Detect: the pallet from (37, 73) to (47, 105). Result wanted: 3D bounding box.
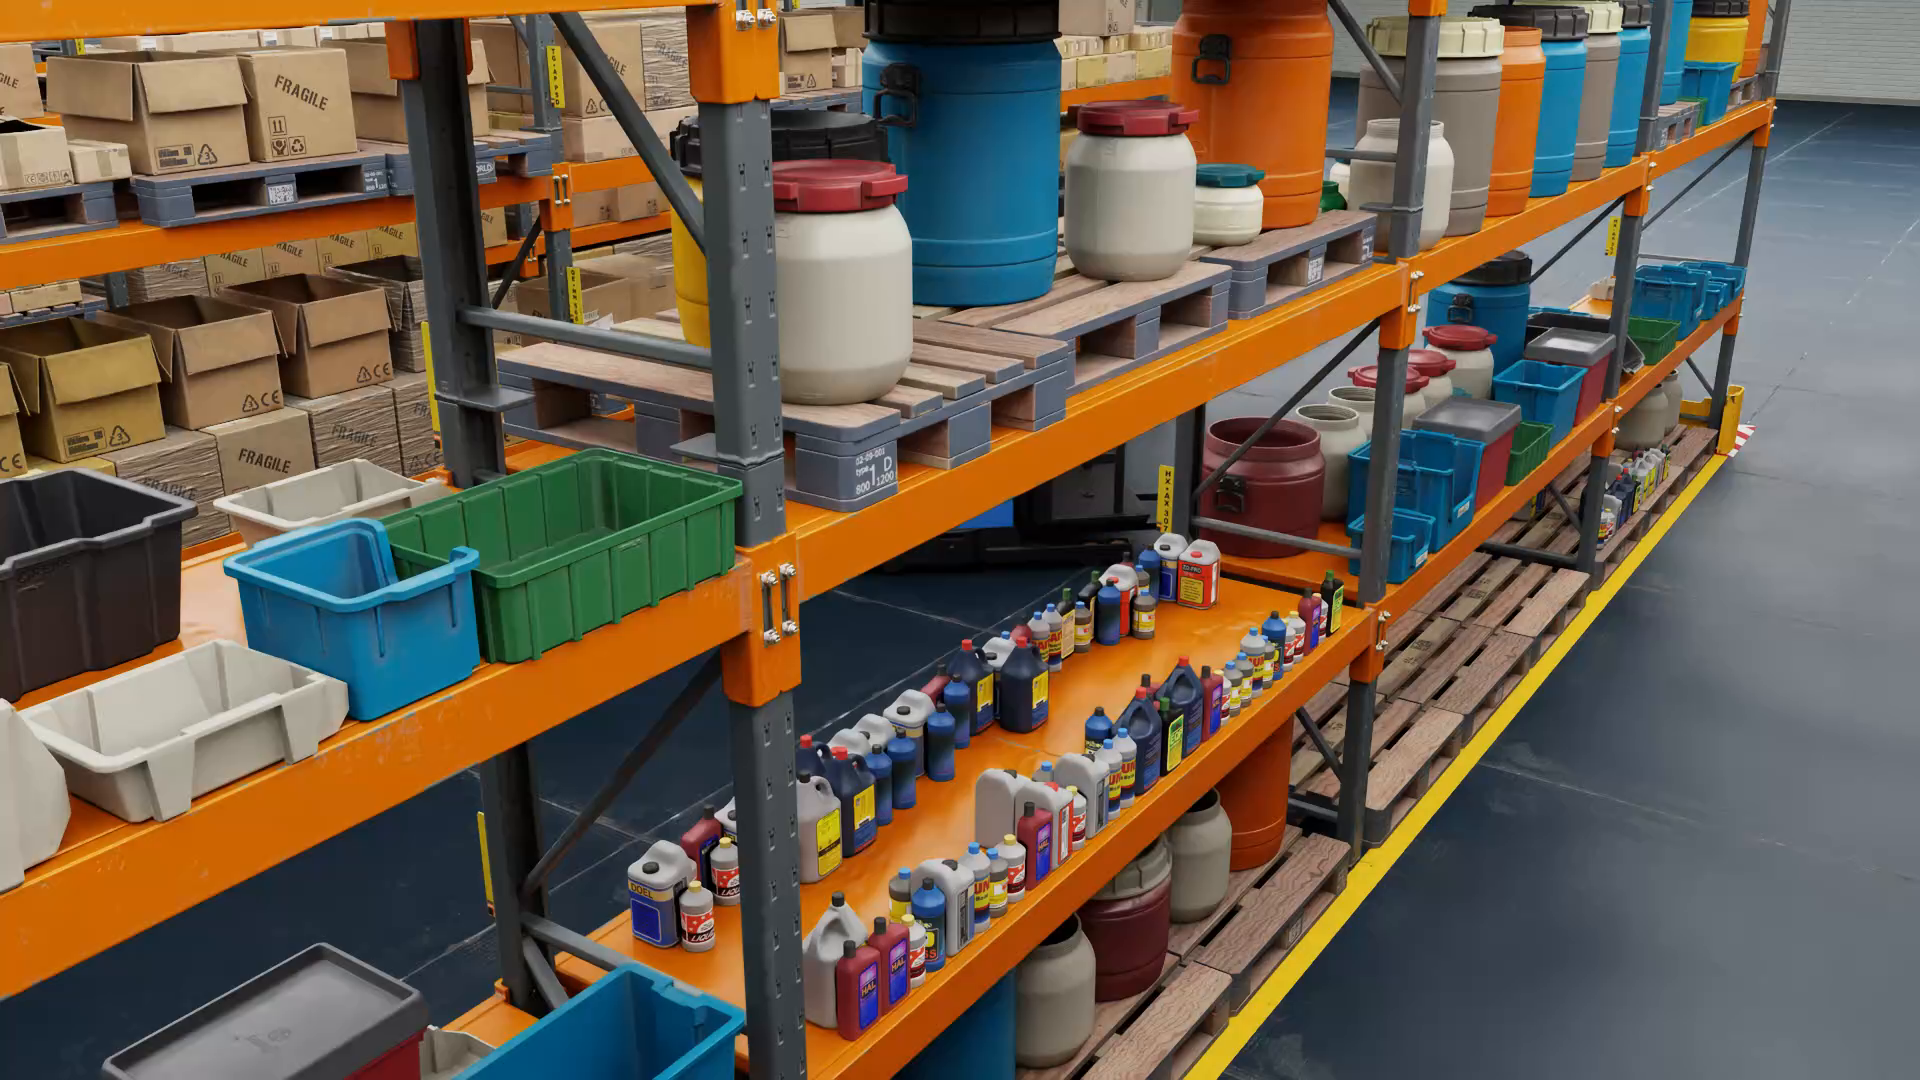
[{"bbox_3d":[-6.403,-3.478,12.793,1.213,0.211,1.003,15,25,34],"label":"pallet"}]

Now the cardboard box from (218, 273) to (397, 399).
[{"bbox_3d":[-3.469,-1.093,8.806,0.797,0.503,0.637,14,24,33],"label":"cardboard box"}]

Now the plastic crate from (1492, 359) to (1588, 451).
[{"bbox_3d":[3.306,-0.766,9.535,0.392,0.384,0.575,13,24,32],"label":"plastic crate"}]

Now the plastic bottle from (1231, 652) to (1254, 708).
[{"bbox_3d":[1.063,0.525,6.308,0.097,0.201,0.097,0,20,0],"label":"plastic bottle"}]

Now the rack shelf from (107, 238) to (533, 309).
[{"bbox_3d":[-5.597,-2.201,14.430,1.077,0.370,4.000,13,24,32],"label":"rack shelf"}]

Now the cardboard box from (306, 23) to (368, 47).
[{"bbox_3d":[-5.276,-4.176,13.786,0.500,0.311,0.500,12,24,30],"label":"cardboard box"}]

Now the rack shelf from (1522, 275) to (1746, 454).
[{"bbox_3d":[4.794,-1.387,12.228,1.077,0.370,4.000,13,24,32],"label":"rack shelf"}]

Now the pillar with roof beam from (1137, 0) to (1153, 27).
[{"bbox_3d":[8.806,-16.721,43.999,9.100,9.000,0.400,13,24,32],"label":"pillar with roof beam"}]

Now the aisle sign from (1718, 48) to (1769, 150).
[{"bbox_3d":[6.204,-3.480,13.102,0.394,0.787,0.004,13,24,32],"label":"aisle sign"}]

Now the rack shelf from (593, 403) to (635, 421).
[{"bbox_3d":[-1.551,-1.205,11.736,1.077,0.370,4.000,13,24,32],"label":"rack shelf"}]

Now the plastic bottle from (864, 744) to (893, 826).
[{"bbox_3d":[-0.271,0.799,5.468,0.097,0.271,0.097,0,20,0],"label":"plastic bottle"}]

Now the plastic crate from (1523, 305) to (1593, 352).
[{"bbox_3d":[4.067,-1.451,11.579,0.499,0.251,0.616,13,24,32],"label":"plastic crate"}]

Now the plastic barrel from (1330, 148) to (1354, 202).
[{"bbox_3d":[1.943,-1.755,8.062,0.301,0.262,0.301,0,20,0],"label":"plastic barrel"}]

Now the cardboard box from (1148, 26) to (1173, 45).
[{"bbox_3d":[1.924,-4.647,15.322,0.380,0.149,0.250,13,24,32],"label":"cardboard box"}]

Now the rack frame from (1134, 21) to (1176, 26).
[{"bbox_3d":[1.822,-6.078,15.225,1.000,3.000,0.127,13,24,32],"label":"rack frame"}]

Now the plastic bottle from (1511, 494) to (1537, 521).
[{"bbox_3d":[3.912,-0.327,11.510,0.144,0.351,0.185,13,24,32],"label":"plastic bottle"}]

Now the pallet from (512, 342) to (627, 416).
[{"bbox_3d":[-2.363,-1.104,10.702,1.213,0.211,1.003,13,24,32],"label":"pallet"}]

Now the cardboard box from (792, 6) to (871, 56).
[{"bbox_3d":[-0.773,-3.653,12.239,0.797,0.503,0.637,12,23,29],"label":"cardboard box"}]

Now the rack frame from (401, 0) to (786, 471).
[{"bbox_3d":[-0.828,-1.669,3.305,1.000,3.000,0.127,13,24,32],"label":"rack frame"}]

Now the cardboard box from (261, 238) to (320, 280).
[{"bbox_3d":[-5.678,-2.379,13.729,0.500,0.500,0.500,13,24,32],"label":"cardboard box"}]

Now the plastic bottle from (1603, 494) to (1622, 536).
[{"bbox_3d":[4.370,-0.183,11.229,0.152,0.276,0.135,14,25,34],"label":"plastic bottle"}]

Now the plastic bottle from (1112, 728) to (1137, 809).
[{"bbox_3d":[0.541,0.759,5.576,0.097,0.271,0.097,0,20,0],"label":"plastic bottle"}]

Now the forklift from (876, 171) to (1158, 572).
[{"bbox_3d":[0.734,-1.373,11.252,3.031,2.935,1.130,-3,20,-7],"label":"forklift"}]

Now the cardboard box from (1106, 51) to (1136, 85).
[{"bbox_3d":[1.187,-4.124,14.481,0.500,0.250,0.500,14,24,33],"label":"cardboard box"}]

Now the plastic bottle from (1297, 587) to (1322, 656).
[{"bbox_3d":[1.416,0.317,6.751,0.061,0.283,0.133,13,24,32],"label":"plastic bottle"}]

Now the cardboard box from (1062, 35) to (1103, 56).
[{"bbox_3d":[0.994,-4.206,14.129,0.380,0.149,0.250,12,23,29],"label":"cardboard box"}]

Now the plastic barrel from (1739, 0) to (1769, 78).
[{"bbox_3d":[5.750,-3.939,12.543,0.600,0.830,0.708,13,24,32],"label":"plastic barrel"}]

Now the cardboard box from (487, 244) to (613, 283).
[{"bbox_3d":[-4.061,-2.480,16.603,0.875,0.875,0.875,14,24,33],"label":"cardboard box"}]

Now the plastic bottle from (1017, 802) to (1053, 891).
[{"bbox_3d":[0.230,0.923,5.115,0.061,0.283,0.133,13,24,32],"label":"plastic bottle"}]

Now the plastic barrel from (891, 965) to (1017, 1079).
[{"bbox_3d":[-0.110,1.576,5.600,0.600,0.901,0.708,13,24,32],"label":"plastic barrel"}]

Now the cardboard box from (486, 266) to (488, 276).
[{"bbox_3d":[-5.268,-3.028,19.226,0.797,0.503,0.637,-2,20,-5],"label":"cardboard box"}]

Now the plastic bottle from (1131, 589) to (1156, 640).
[{"bbox_3d":[0.764,0.303,6.908,0.097,0.201,0.097,0,20,0],"label":"plastic bottle"}]

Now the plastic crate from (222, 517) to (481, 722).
[{"bbox_3d":[-1.076,0.140,2.980,0.416,0.233,0.300,13,24,32],"label":"plastic crate"}]

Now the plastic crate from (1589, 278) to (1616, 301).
[{"bbox_3d":[5.149,-1.980,13.175,0.298,0.136,0.250,13,24,32],"label":"plastic crate"}]

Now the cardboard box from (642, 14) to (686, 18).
[{"bbox_3d":[-1.634,-3.032,10.450,0.500,0.500,0.500,12,24,30],"label":"cardboard box"}]

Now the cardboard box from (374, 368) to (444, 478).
[{"bbox_3d":[-3.033,-0.684,9.146,0.500,0.500,0.500,13,24,31],"label":"cardboard box"}]

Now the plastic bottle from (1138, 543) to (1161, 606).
[{"bbox_3d":[0.822,0.147,7.230,0.097,0.271,0.097,0,20,0],"label":"plastic bottle"}]

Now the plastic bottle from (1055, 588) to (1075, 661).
[{"bbox_3d":[0.407,0.342,6.686,0.061,0.283,0.133,13,24,32],"label":"plastic bottle"}]

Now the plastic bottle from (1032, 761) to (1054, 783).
[{"bbox_3d":[0.285,0.828,5.488,0.097,0.201,0.097,0,20,0],"label":"plastic bottle"}]

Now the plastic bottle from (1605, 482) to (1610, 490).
[{"bbox_3d":[4.448,-0.293,11.532,0.097,0.271,0.097,0,20,0],"label":"plastic bottle"}]

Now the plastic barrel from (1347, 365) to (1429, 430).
[{"bbox_3d":[2.294,-0.648,8.997,0.433,0.535,0.433,0,20,0],"label":"plastic barrel"}]

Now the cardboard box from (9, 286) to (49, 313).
[{"bbox_3d":[-6.759,-1.742,11.908,0.380,0.149,0.250,13,24,32],"label":"cardboard box"}]

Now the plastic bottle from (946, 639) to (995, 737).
[{"bbox_3d":[0.037,0.524,6.095,0.144,0.351,0.185,13,24,32],"label":"plastic bottle"}]

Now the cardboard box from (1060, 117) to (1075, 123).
[{"bbox_3d":[0.720,-3.529,14.968,0.500,0.500,0.500,13,24,32],"label":"cardboard box"}]

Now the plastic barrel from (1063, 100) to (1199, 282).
[{"bbox_3d":[0.549,-1.132,5.377,0.433,0.535,0.433,0,20,0],"label":"plastic barrel"}]

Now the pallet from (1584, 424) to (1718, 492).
[{"bbox_3d":[5.453,-0.727,13.427,1.003,0.211,1.213,13,24,32],"label":"pallet"}]

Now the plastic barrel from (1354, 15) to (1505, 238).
[{"bbox_3d":[2.062,-1.838,7.364,0.600,0.901,0.600,0,20,0],"label":"plastic barrel"}]

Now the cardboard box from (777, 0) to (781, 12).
[{"bbox_3d":[-2.268,-5.785,17.796,0.500,0.250,0.500,14,24,33],"label":"cardboard box"}]

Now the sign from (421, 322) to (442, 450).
[{"bbox_3d":[-1.282,-0.374,4.116,0.100,0.325,0.005,13,24,32],"label":"sign"}]

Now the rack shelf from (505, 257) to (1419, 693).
[{"bbox_3d":[0.296,-0.498,5.502,1.077,0.370,4.000,13,24,32],"label":"rack shelf"}]

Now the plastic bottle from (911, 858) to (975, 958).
[{"bbox_3d":[-0.047,1.040,4.810,0.152,0.276,0.135,13,24,32],"label":"plastic bottle"}]

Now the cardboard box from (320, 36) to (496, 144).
[{"bbox_3d":[-2.959,-2.432,8.938,0.797,0.503,0.637,15,25,35],"label":"cardboard box"}]

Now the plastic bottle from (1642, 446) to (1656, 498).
[{"bbox_3d":[4.916,-0.495,11.963,0.144,0.351,0.185,14,25,34],"label":"plastic bottle"}]
